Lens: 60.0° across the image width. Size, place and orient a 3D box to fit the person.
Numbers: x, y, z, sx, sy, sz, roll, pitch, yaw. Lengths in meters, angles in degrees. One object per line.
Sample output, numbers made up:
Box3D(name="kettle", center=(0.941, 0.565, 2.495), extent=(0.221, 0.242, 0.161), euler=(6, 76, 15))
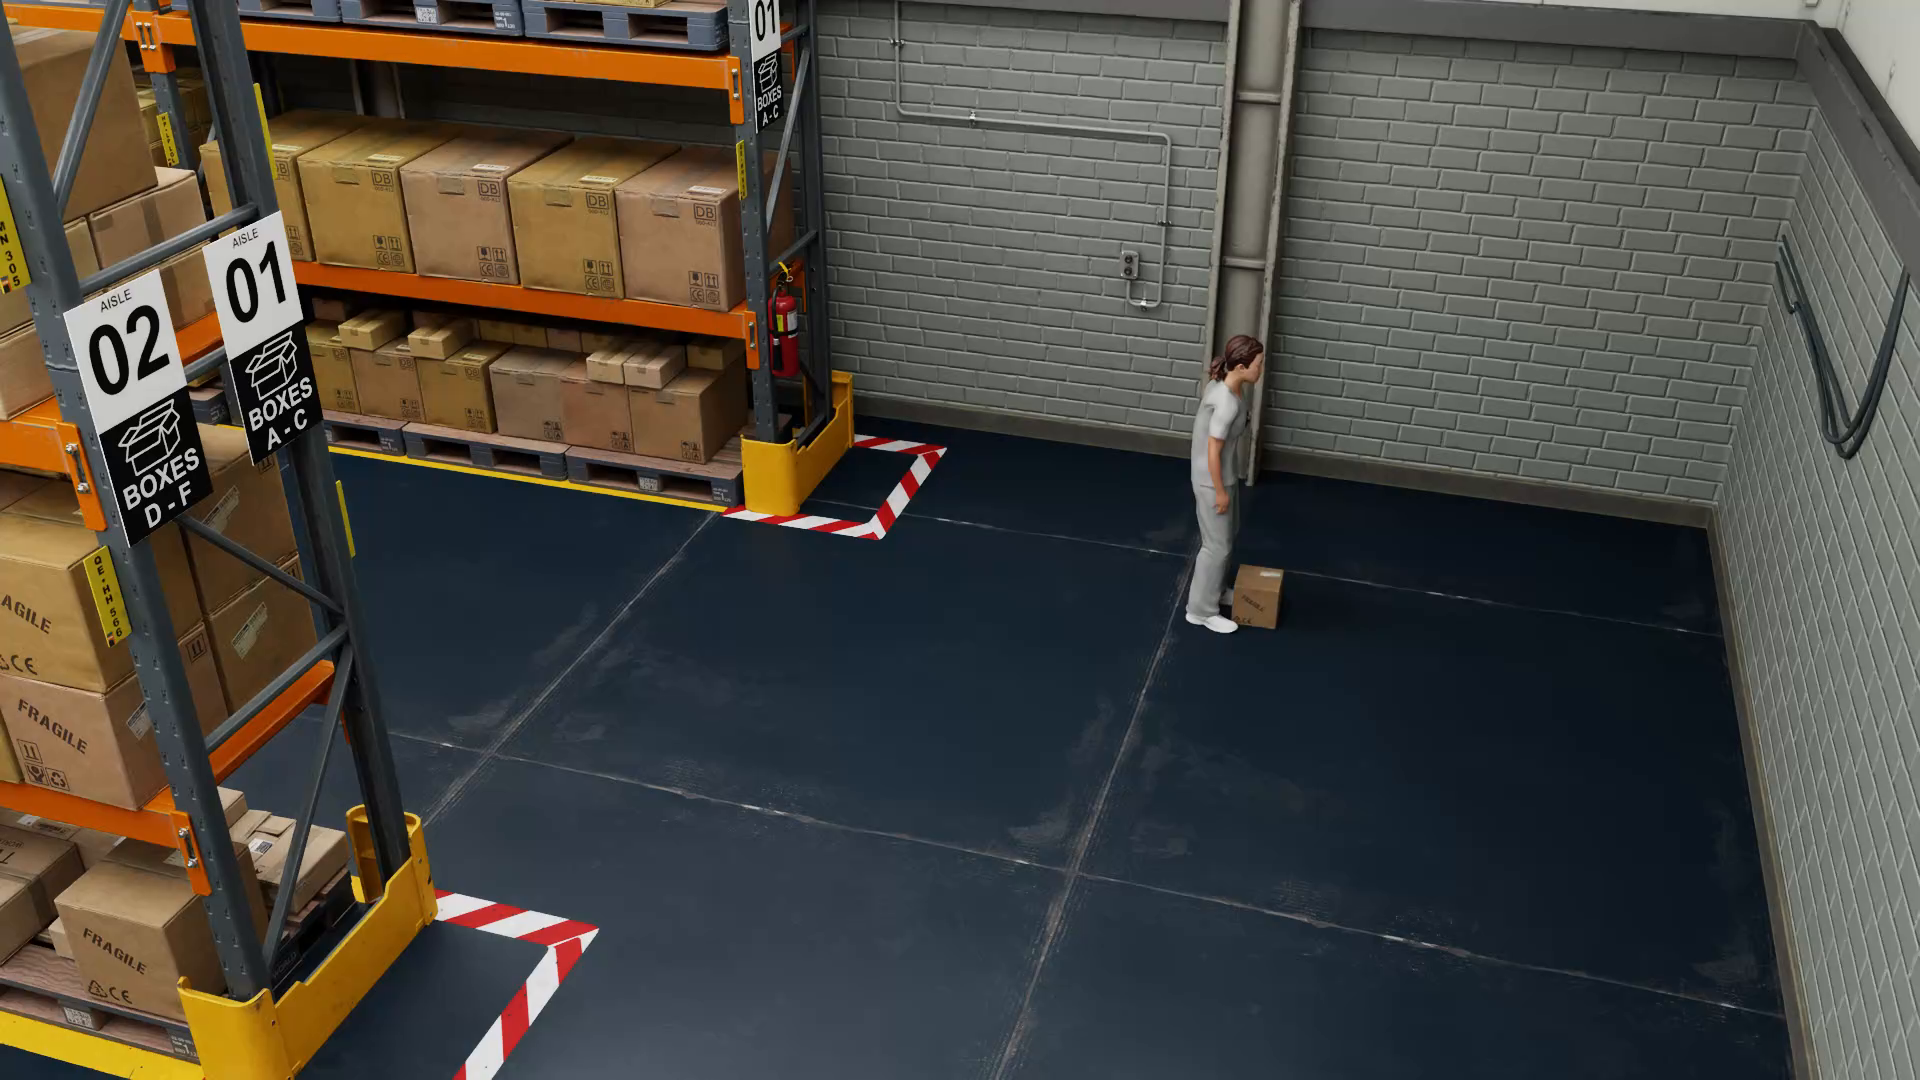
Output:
Box3D(name="person", center=(1.438, -0.331, 9.094), extent=(0.364, 1.671, 0.500), euler=(7, 30, 12))
